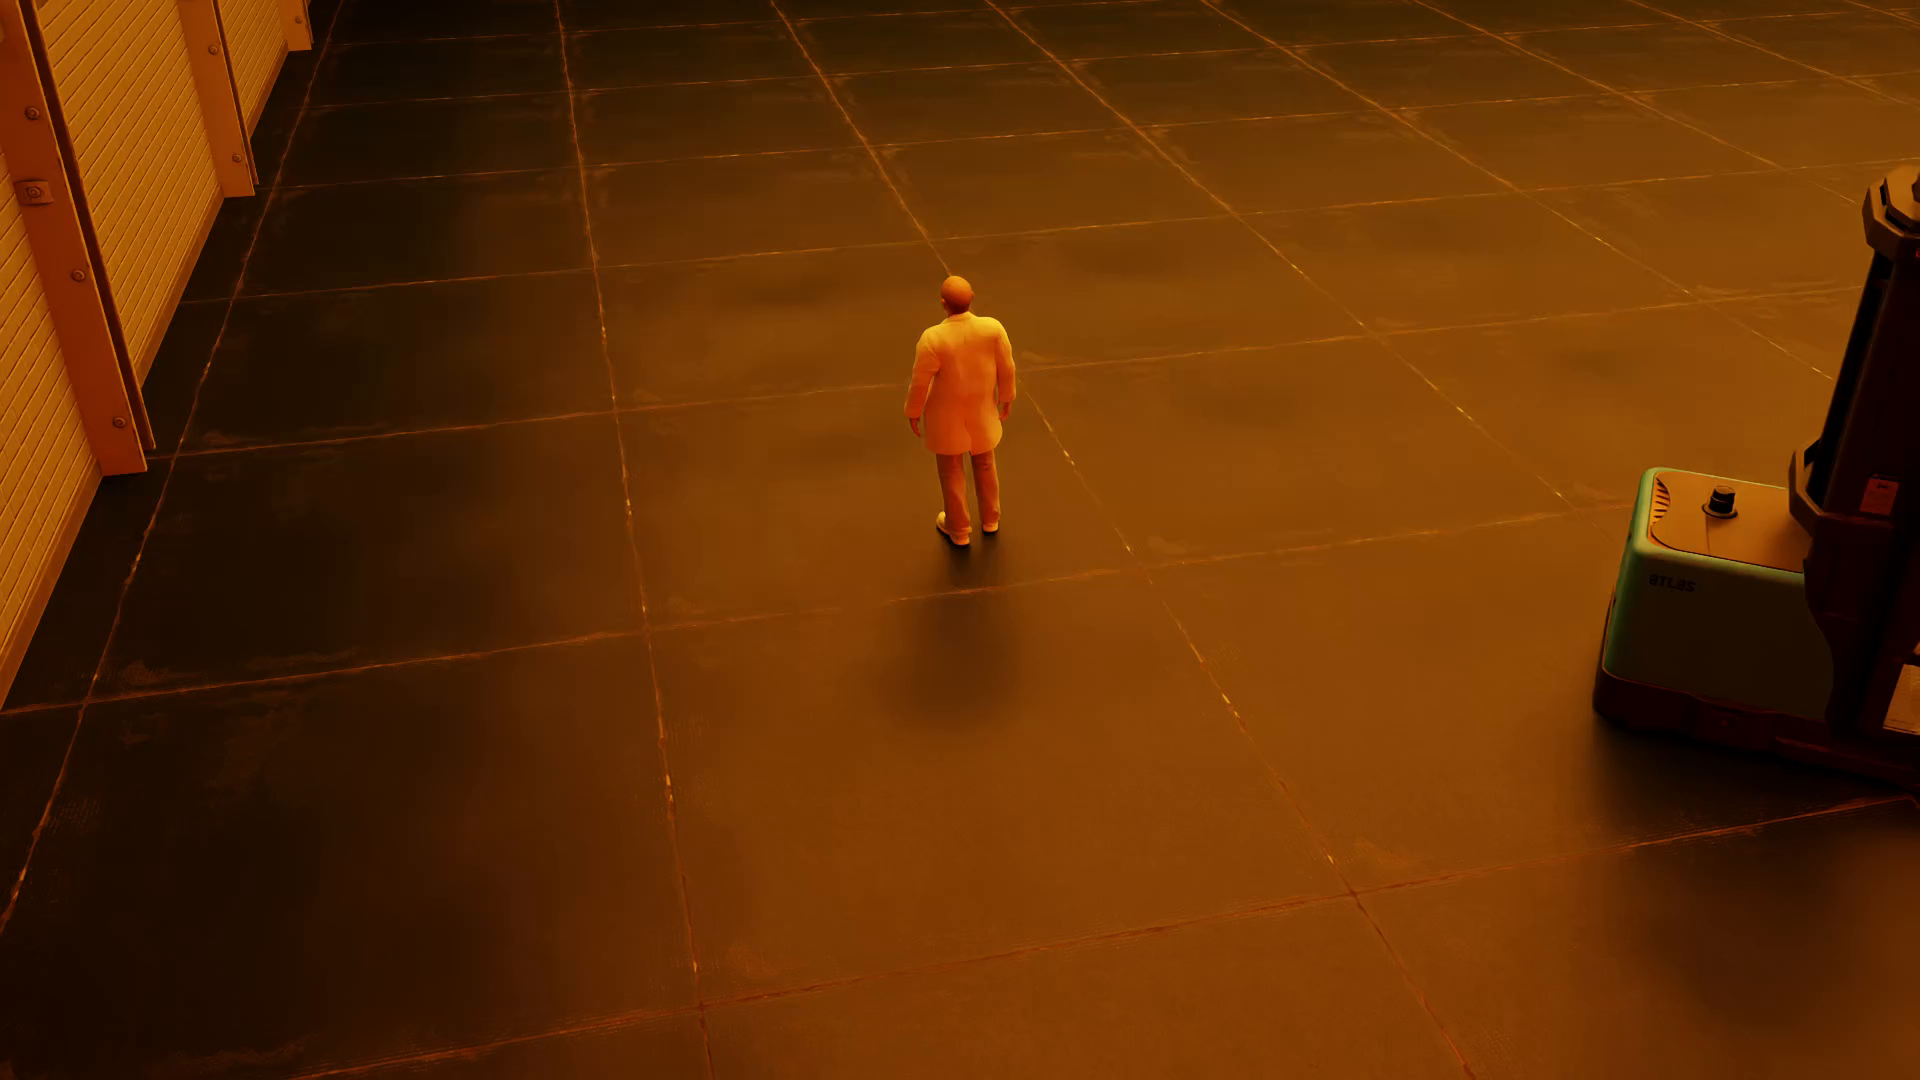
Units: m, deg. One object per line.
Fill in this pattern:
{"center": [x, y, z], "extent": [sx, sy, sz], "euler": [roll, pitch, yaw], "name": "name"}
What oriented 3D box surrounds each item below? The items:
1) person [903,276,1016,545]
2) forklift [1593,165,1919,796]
{"center": [-0.016, -0.820, 10.128], "extent": [0.696, 1.776, 0.581], "euler": [-7, 31, -12], "name": "person"}
{"center": [4.934, -0.244, 7.996], "extent": [3.031, 2.935, 1.130], "euler": [12, 32, 20], "name": "forklift"}
